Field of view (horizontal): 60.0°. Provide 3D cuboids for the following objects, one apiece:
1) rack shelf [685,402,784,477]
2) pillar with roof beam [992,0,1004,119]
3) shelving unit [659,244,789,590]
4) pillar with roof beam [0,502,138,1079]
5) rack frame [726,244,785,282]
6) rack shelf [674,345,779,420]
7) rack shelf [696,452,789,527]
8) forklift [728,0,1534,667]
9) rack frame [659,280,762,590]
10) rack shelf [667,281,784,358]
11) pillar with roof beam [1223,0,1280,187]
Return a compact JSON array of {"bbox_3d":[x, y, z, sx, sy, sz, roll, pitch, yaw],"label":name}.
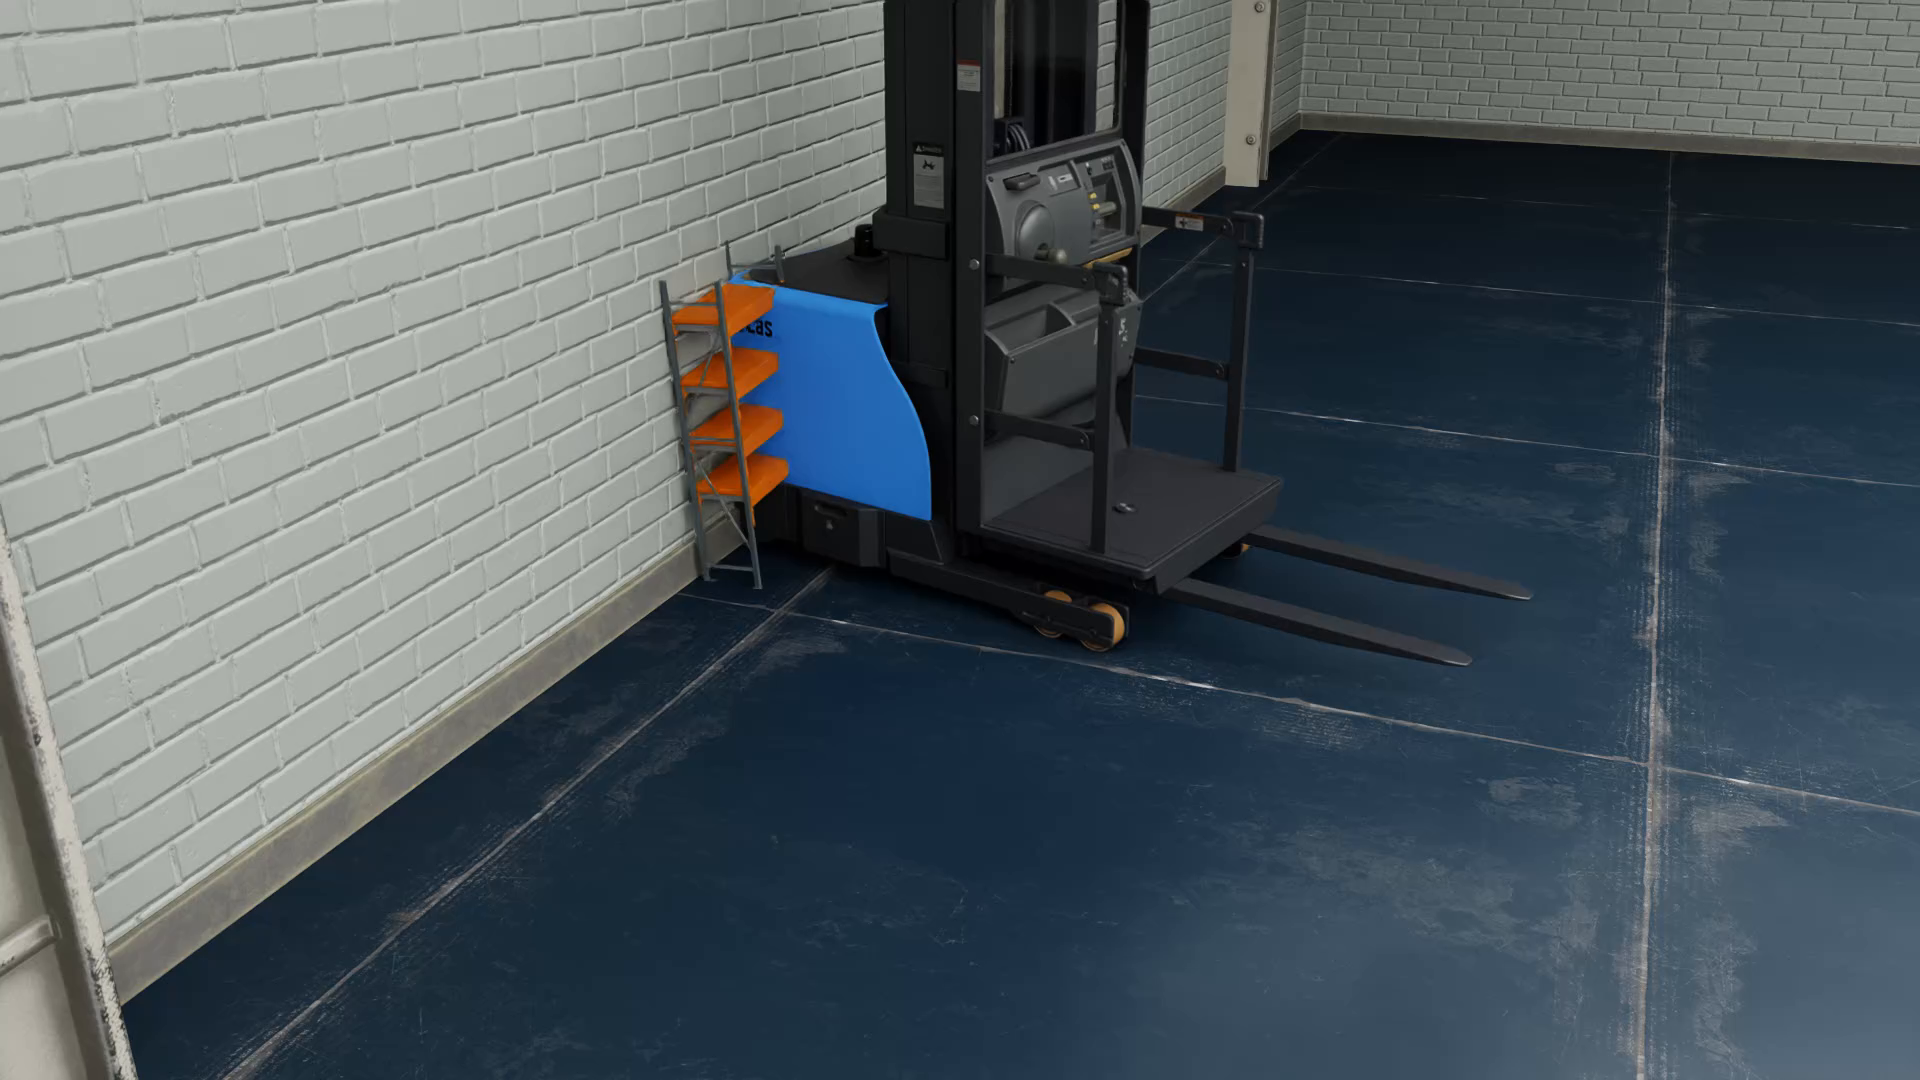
[{"bbox_3d":[-0.822,-0.405,6.337,0.258,0.148,0.480,5,26,20],"label":"rack shelf"},{"bbox_3d":[4.151,-4.393,5.591,9.100,9.000,0.400,9,24,20],"label":"pillar with roof beam"},{"bbox_3d":[-0.826,-0.466,6.309,0.258,1.200,0.503,5,26,20],"label":"shelving unit"},{"bbox_3d":[1.922,-2.246,0.451,9.100,9.000,0.400,9,24,20],"label":"pillar with roof beam"},{"bbox_3d":[-0.744,-0.565,6.516,0.240,1.200,0.015,5,26,20],"label":"rack frame"},{"bbox_3d":[-0.838,-0.608,6.245,0.258,0.148,0.480,5,26,20],"label":"rack shelf"},{"bbox_3d":[-0.807,-0.224,6.418,0.258,0.148,0.480,5,26,20],"label":"rack shelf"},{"bbox_3d":[0.551,-1.194,5.806,3.031,2.935,1.130,15,27,32],"label":"forklift"},{"bbox_3d":[-0.909,-0.366,6.102,0.240,1.200,0.015,5,26,20],"label":"rack frame"},{"bbox_3d":[-0.855,-0.823,6.148,0.258,0.148,0.480,5,26,20],"label":"rack shelf"},{"bbox_3d":[6.379,-6.540,10.732,9.100,9.000,0.400,9,24,20],"label":"pillar with roof beam"}]
